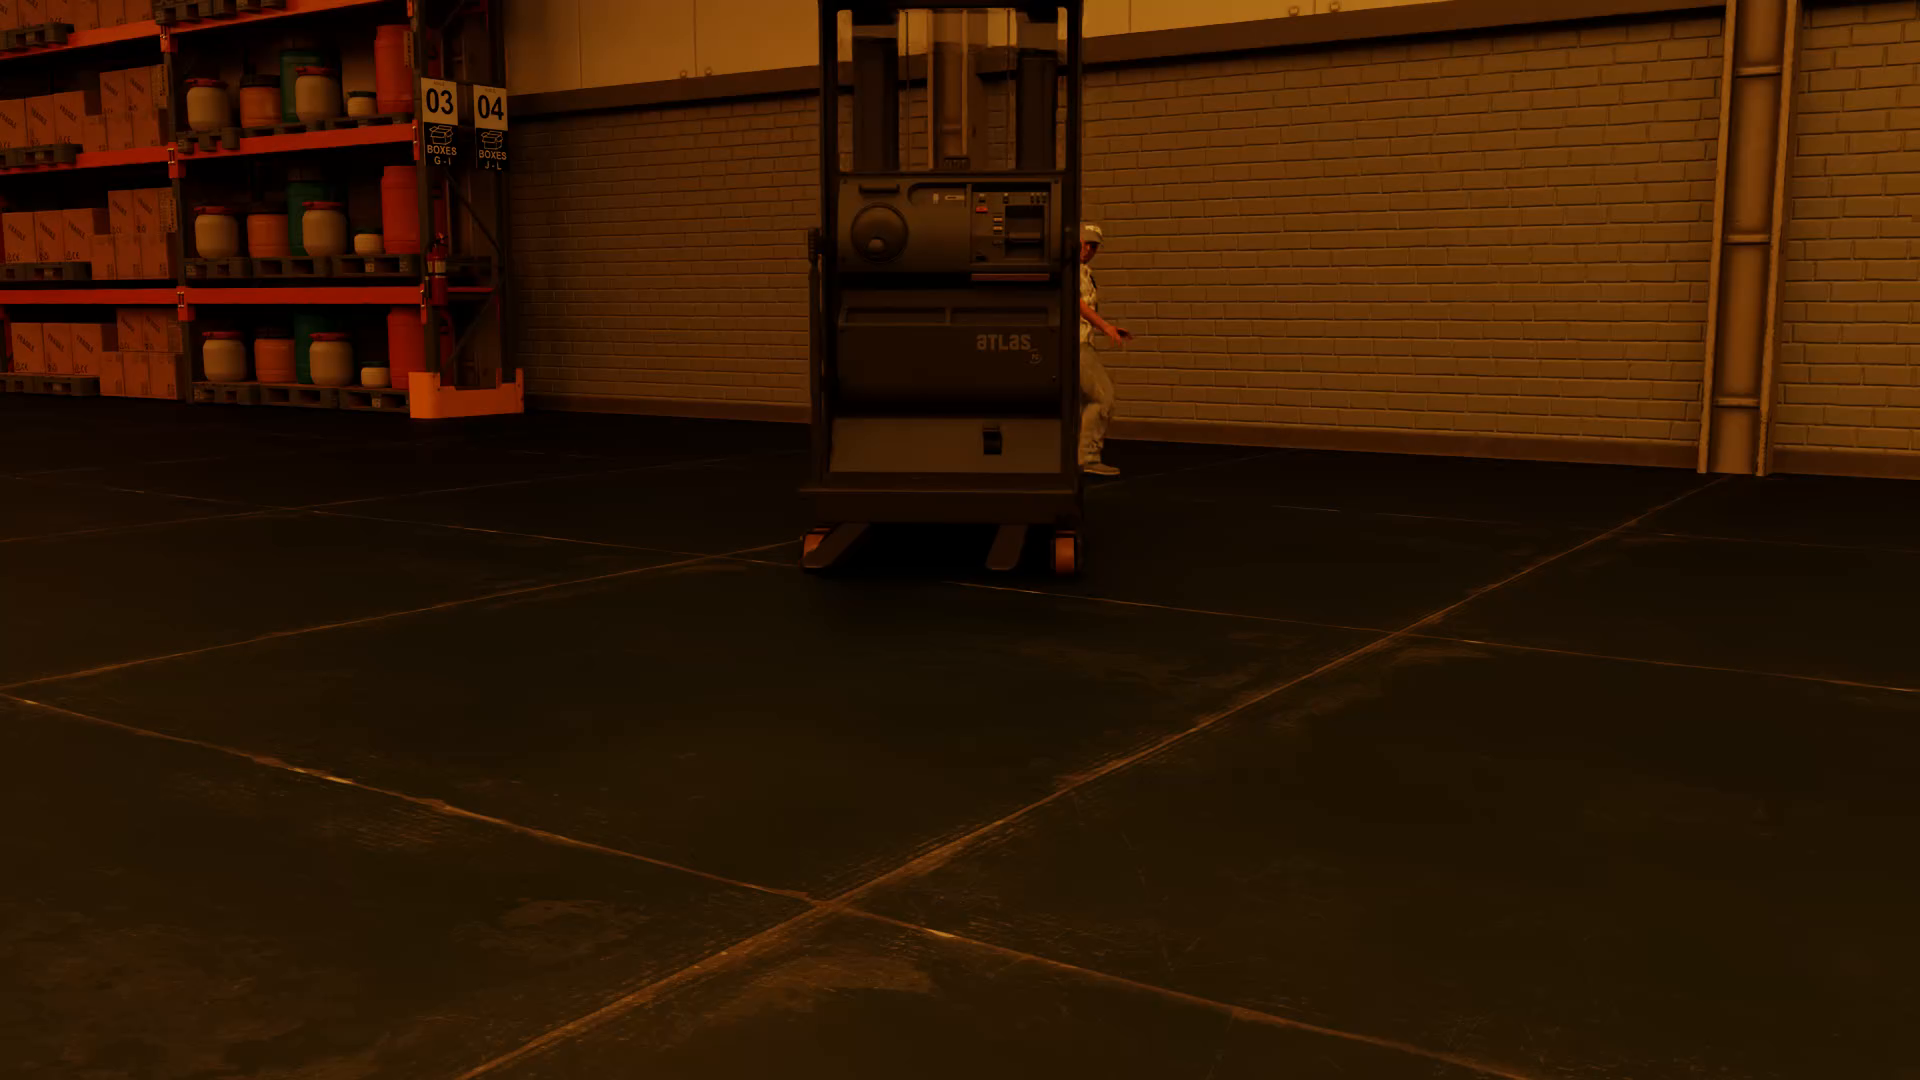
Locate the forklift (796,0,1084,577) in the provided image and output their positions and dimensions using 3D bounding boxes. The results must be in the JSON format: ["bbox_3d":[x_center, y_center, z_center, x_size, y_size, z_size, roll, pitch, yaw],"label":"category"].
[{"bbox_3d":[-0.057,-1.351,6.696,1.130,2.935,3.031,1,8,4],"label":"forklift"}]

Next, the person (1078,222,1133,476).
[{"bbox_3d":[0.799,-1.183,10.388,0.710,1.586,0.739,-2,8,-11],"label":"person"}]
